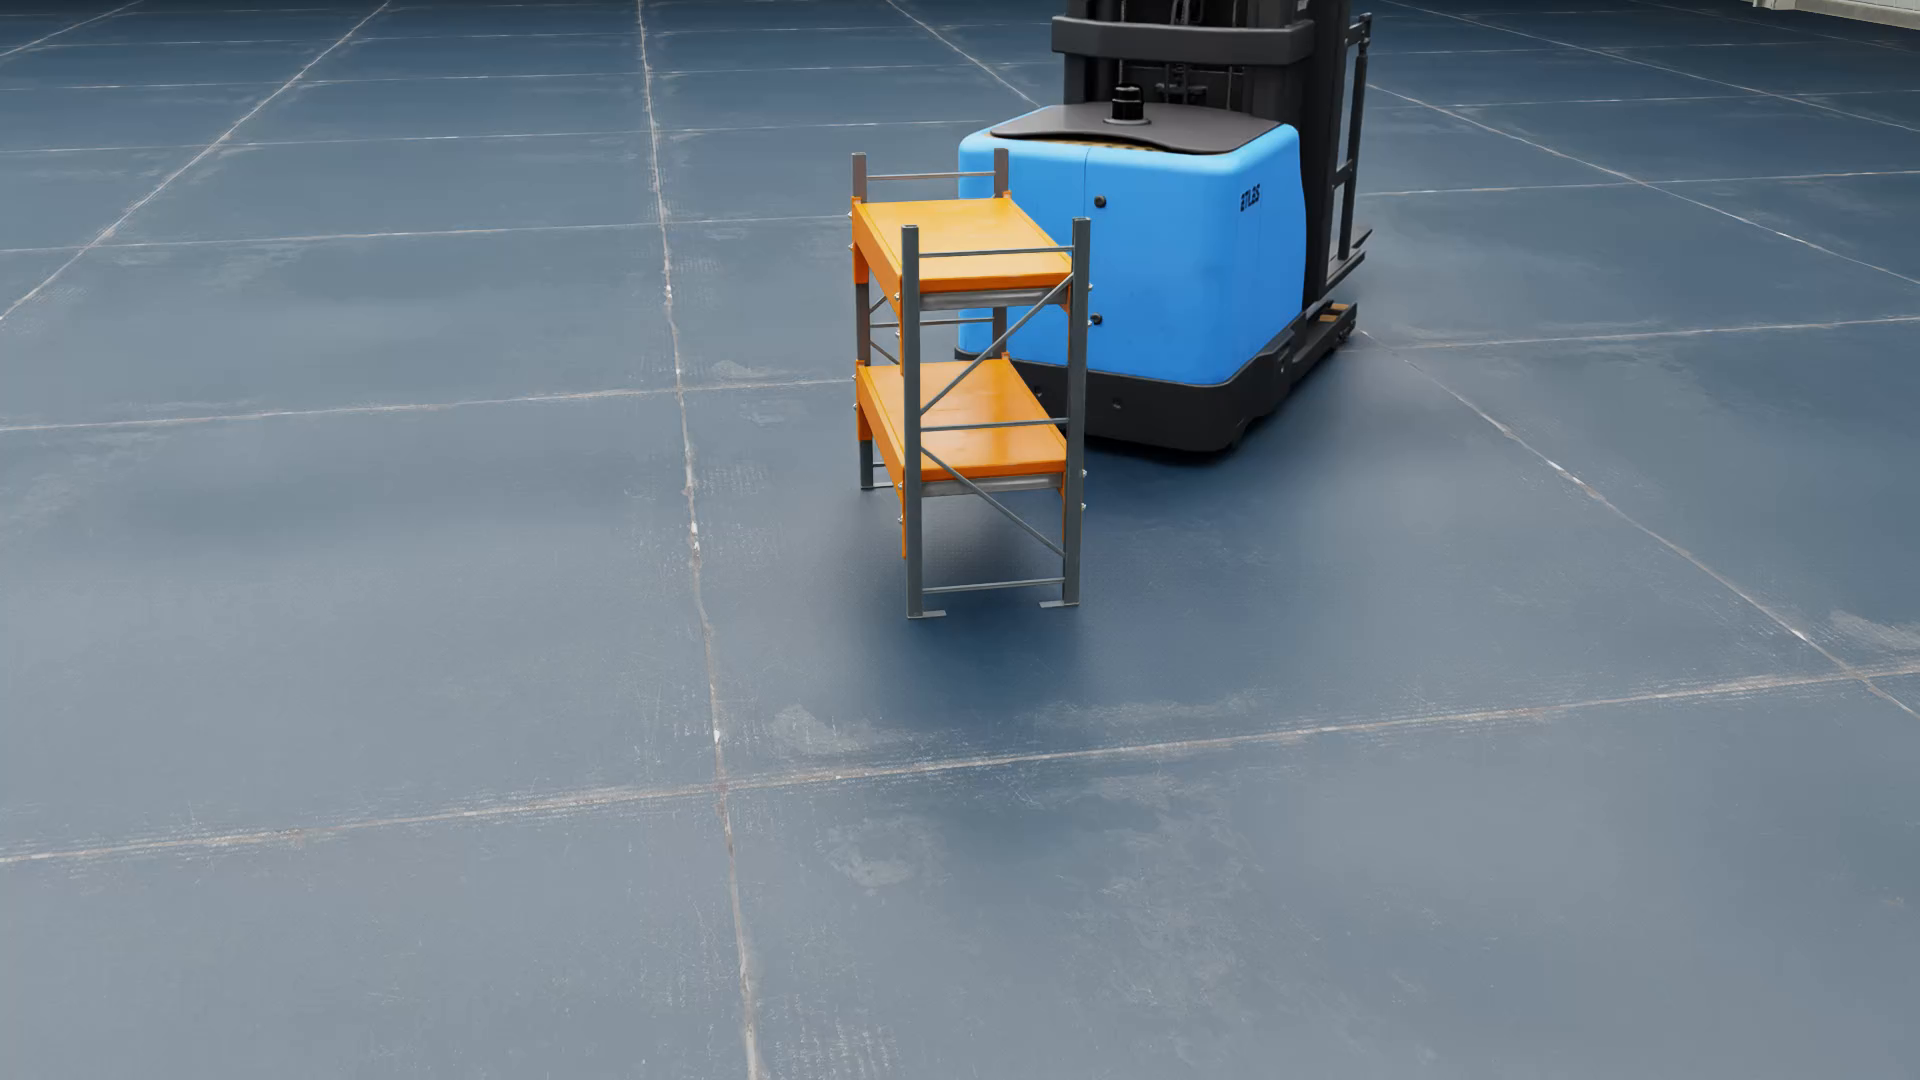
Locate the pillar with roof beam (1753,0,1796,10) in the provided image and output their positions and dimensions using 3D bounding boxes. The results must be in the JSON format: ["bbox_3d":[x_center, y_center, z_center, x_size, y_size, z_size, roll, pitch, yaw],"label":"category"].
[{"bbox_3d":[5.395,-10.096,17.123,9.100,9.000,0.400,-4,24,-10],"label":"pillar with roof beam"}]

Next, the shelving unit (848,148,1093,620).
[{"bbox_3d":[0.001,-0.513,5.019,0.538,1.125,1.048,-4,24,-10],"label":"shelving unit"}]

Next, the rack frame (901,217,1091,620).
[{"bbox_3d":[0.095,-0.313,4.561,0.500,1.125,0.032,-4,24,-10],"label":"rack frame"}]

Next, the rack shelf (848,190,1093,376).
[{"bbox_3d":[0.001,-0.781,4.902,0.538,0.278,1.000,-4,24,-10],"label":"rack shelf"}]

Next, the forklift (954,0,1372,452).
[{"bbox_3d":[1.076,-2.204,6.635,1.130,2.935,3.031,11,26,24],"label":"forklift"}]

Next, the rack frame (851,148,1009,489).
[{"bbox_3d":[-0.093,-0.713,5.477,0.500,1.125,0.032,-4,24,-10],"label":"rack frame"}]

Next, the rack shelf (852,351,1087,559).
[{"bbox_3d":[0.001,-0.289,5.117,0.538,0.278,1.000,-4,24,-10],"label":"rack shelf"}]
